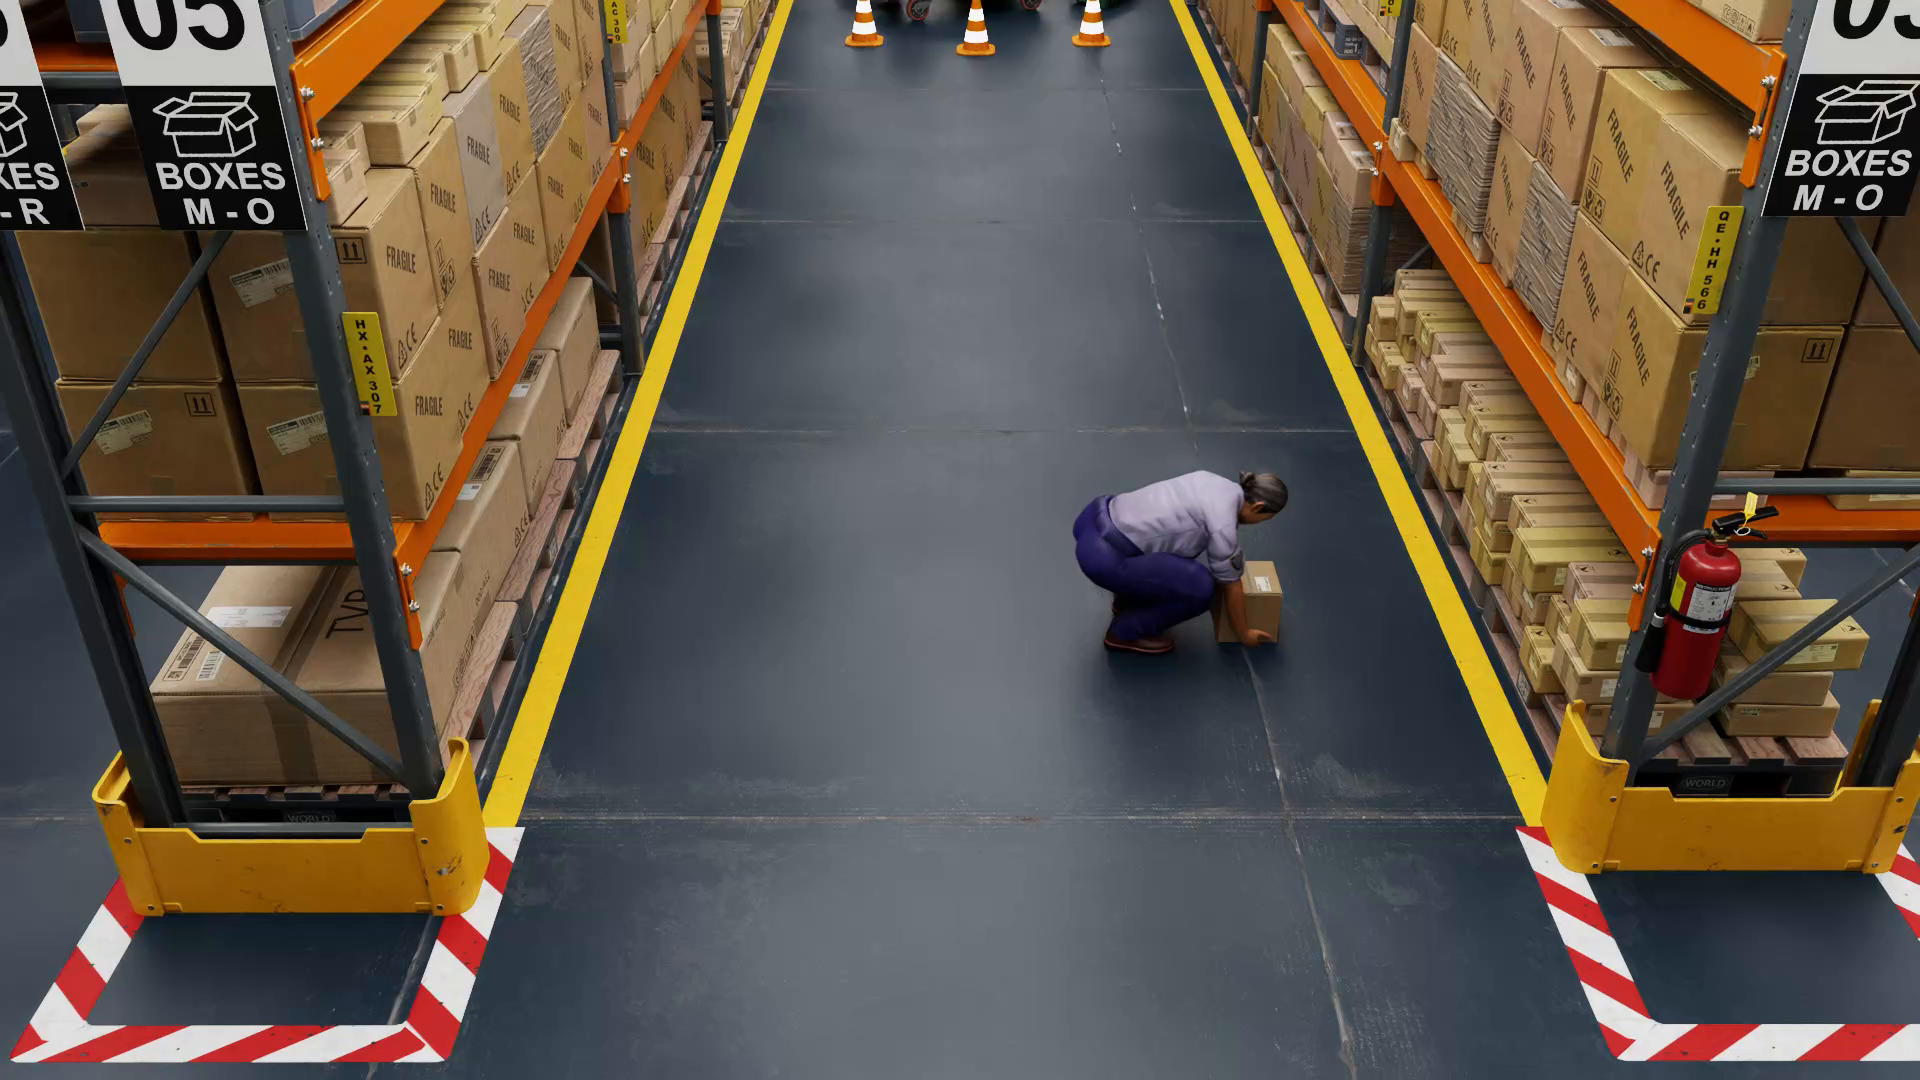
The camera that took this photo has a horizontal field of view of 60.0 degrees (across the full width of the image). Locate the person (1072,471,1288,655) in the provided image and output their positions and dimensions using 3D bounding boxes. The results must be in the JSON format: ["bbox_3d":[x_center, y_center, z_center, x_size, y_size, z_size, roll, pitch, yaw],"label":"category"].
[{"bbox_3d":[0.905,0.073,6.919,0.878,0.755,0.496,-1,32,-1],"label":"person"}]
